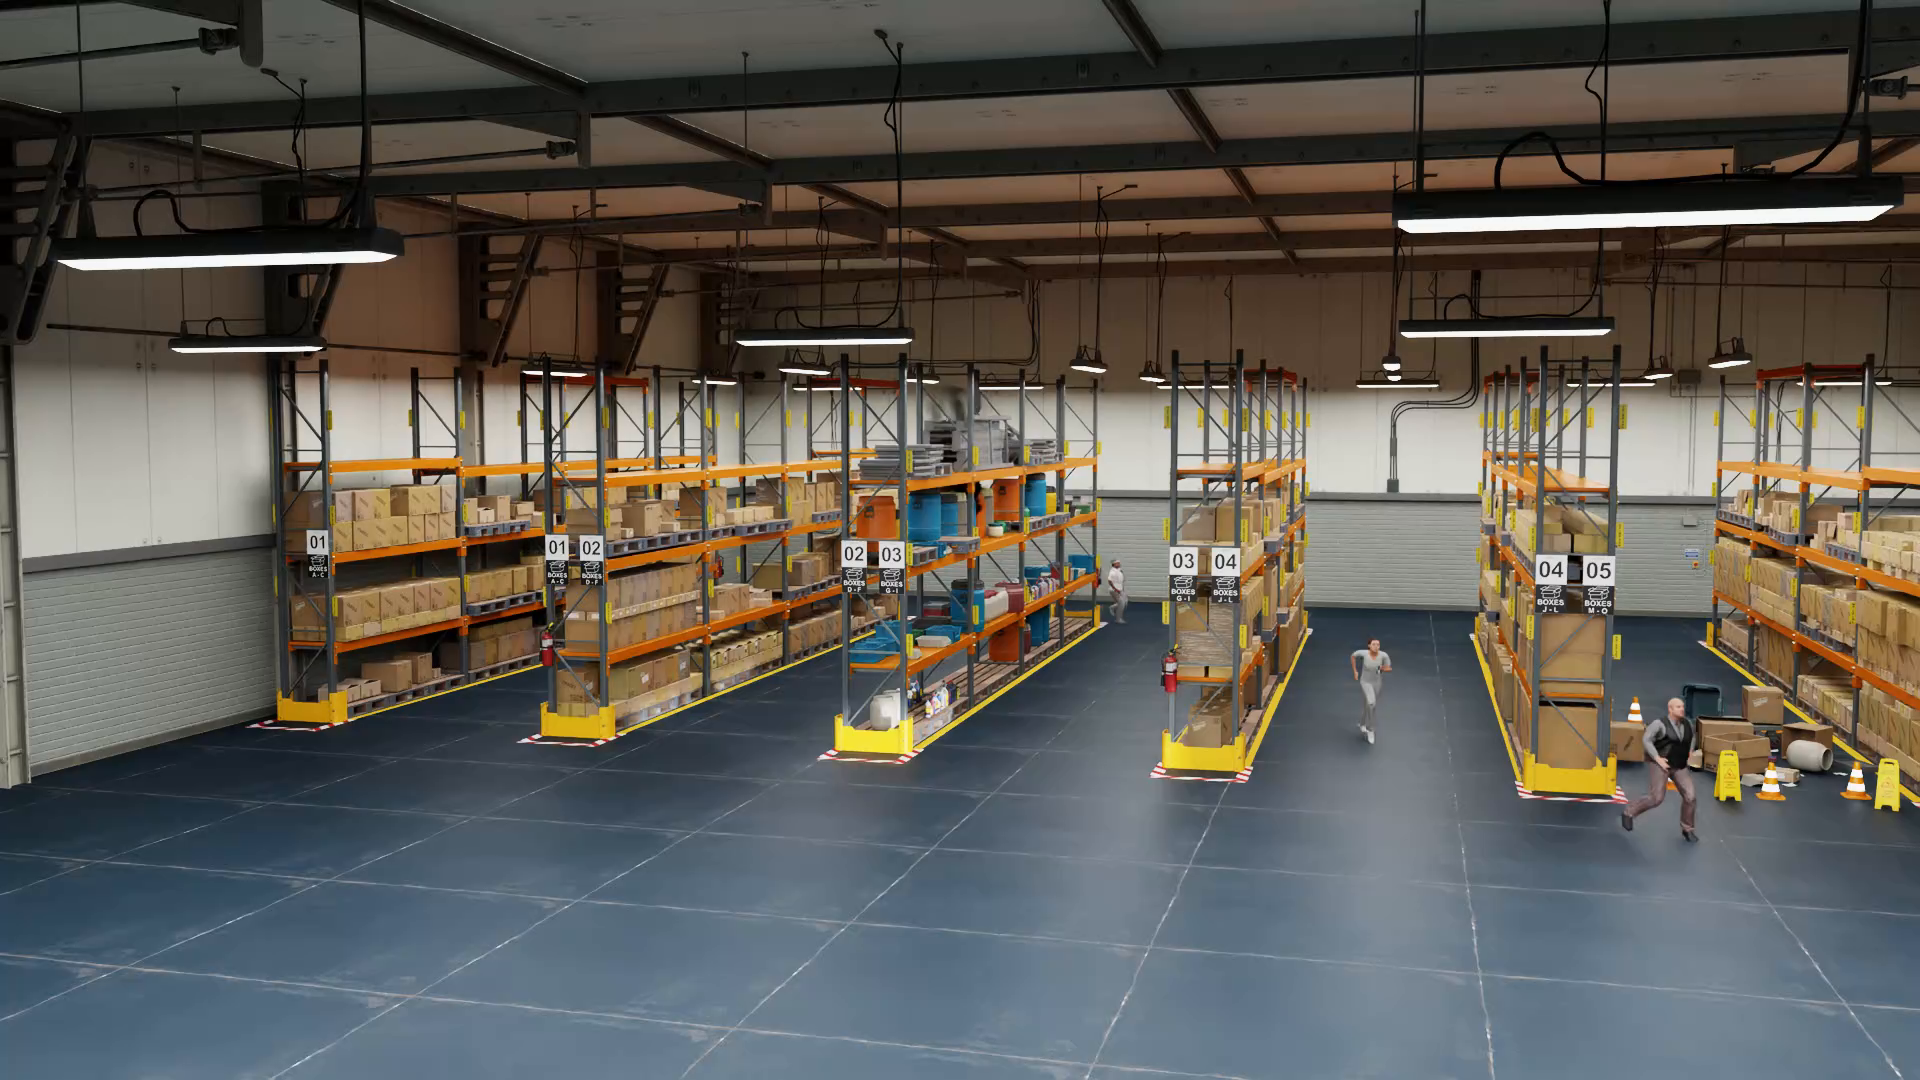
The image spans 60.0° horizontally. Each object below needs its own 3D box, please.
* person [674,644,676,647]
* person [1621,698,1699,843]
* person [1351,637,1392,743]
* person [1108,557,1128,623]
[{"bbox_3d":[-6.077,1.603,35.171,0.712,1.764,0.918,0,4,3],"label":"person"},{"bbox_3d":[8.471,2.747,19.944,0.879,1.723,0.715,-1,4,-16],"label":"person"},{"bbox_3d":[6.433,2.310,26.104,0.561,1.657,0.918,0,4,-5],"label":"person"},{"bbox_3d":[3.871,1.241,41.093,0.528,1.647,0.580,2,5,31],"label":"person"}]
